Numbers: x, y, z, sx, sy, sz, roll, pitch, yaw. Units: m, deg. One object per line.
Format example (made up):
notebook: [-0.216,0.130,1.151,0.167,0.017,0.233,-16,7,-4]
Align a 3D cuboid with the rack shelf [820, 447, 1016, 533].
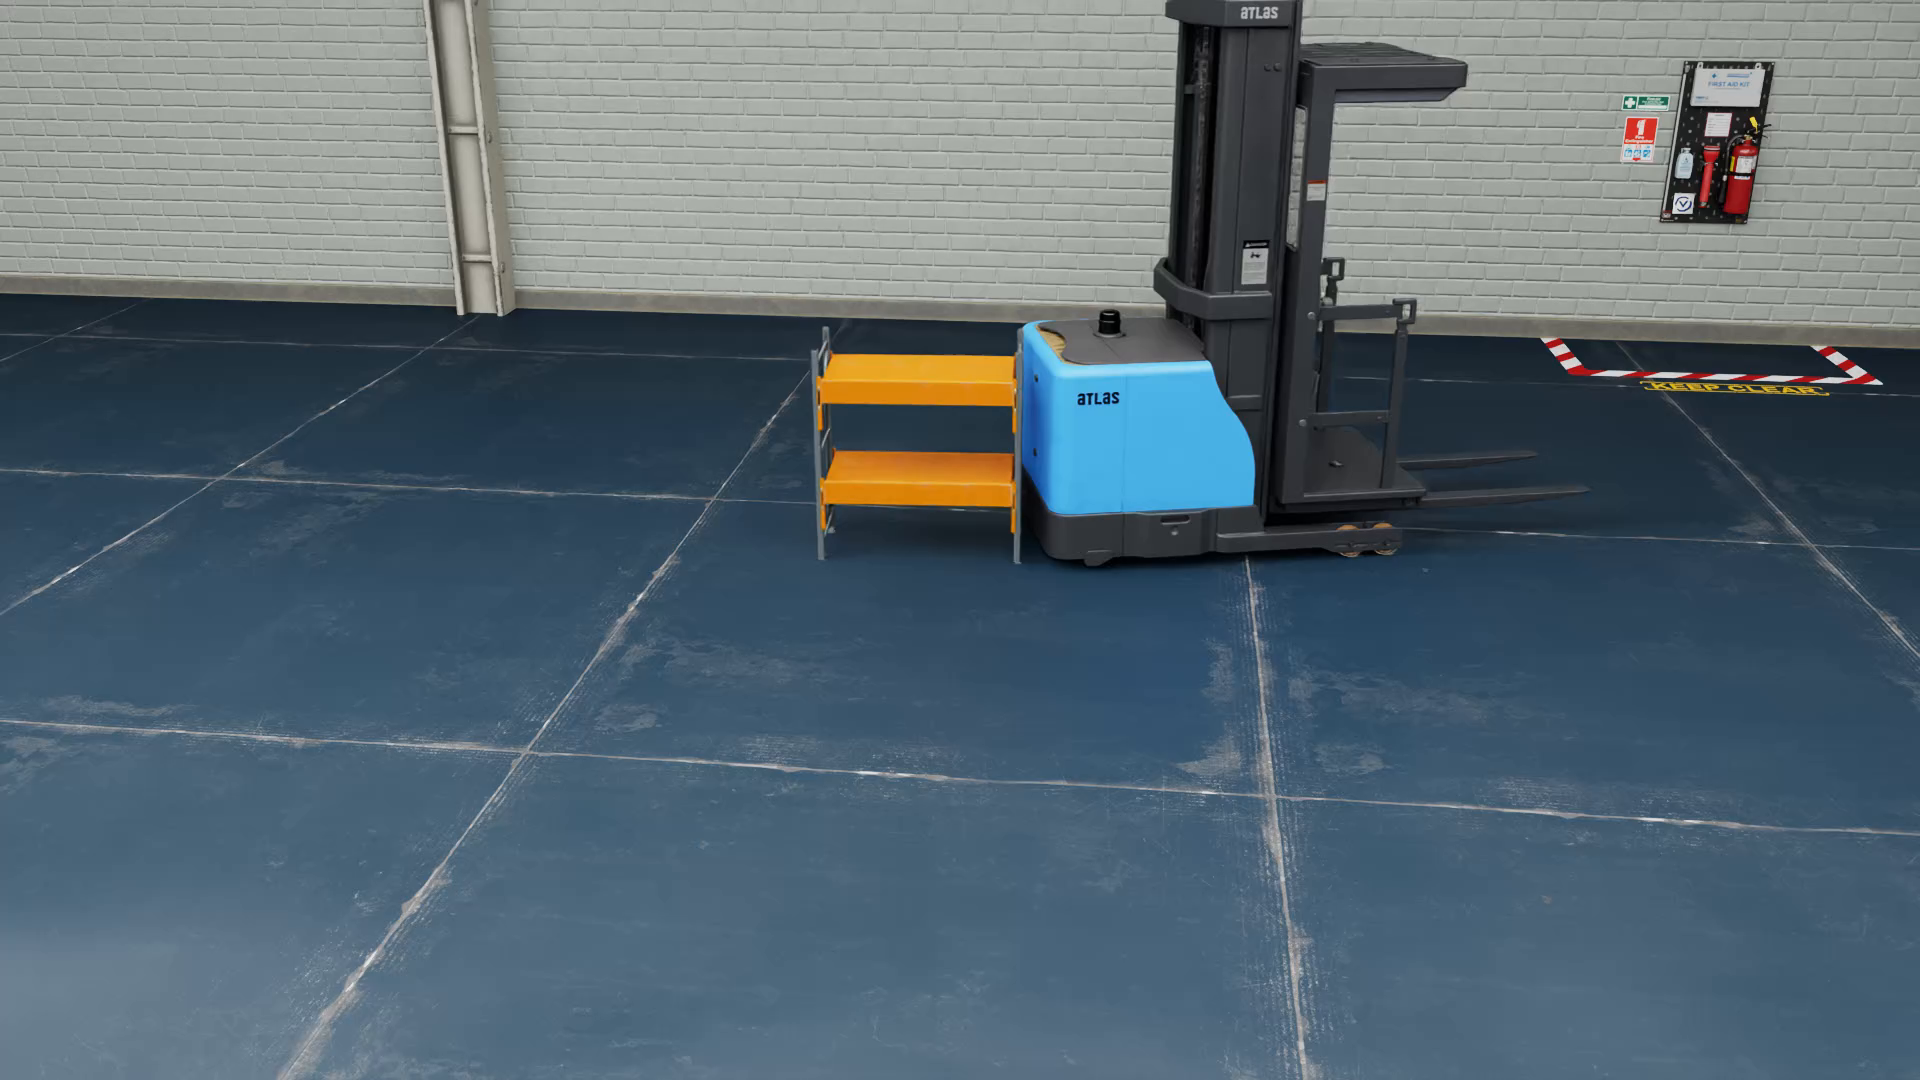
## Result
rack shelf: [-0.204,-0.269,8.755,1.000,0.278,0.538,1,22,3]

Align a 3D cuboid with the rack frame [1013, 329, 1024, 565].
rack frame: [0.304,-0.488,8.643,0.032,1.125,0.500,1,22,3]

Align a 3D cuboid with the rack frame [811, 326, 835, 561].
rack frame: [-0.712,-0.505,8.688,0.032,1.125,0.500,1,22,3]

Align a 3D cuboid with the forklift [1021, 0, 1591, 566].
forklift: [1.878,-1.462,8.651,3.031,2.935,1.130,-3,22,-8]

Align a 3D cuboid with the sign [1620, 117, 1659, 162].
sign: [5.030,-2.965,12.312,0.234,0.329,0.001,2,22,6]

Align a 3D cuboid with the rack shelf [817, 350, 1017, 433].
rack shelf: [-0.204,-0.769,8.558,1.000,0.278,0.538,1,22,3]

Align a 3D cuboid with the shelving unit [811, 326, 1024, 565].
shelving unit: [-0.204,-0.496,8.665,1.048,1.125,0.538,1,22,3]

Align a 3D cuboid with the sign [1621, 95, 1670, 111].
sign: [5.034,-3.208,12.205,0.331,0.109,0.001,2,22,6]

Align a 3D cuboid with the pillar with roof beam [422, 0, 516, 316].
pillar with roof beam: [-4.406,-4.503,8.091,0.400,9.000,9.100,2,22,6]

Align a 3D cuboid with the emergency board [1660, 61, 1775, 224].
emergency board: [5.567,-2.887,12.162,0.643,1.169,0.194,2,22,6]

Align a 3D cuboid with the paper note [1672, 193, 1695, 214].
paper note: [5.400,-2.510,12.407,0.142,0.148,0.016,2,22,6]
